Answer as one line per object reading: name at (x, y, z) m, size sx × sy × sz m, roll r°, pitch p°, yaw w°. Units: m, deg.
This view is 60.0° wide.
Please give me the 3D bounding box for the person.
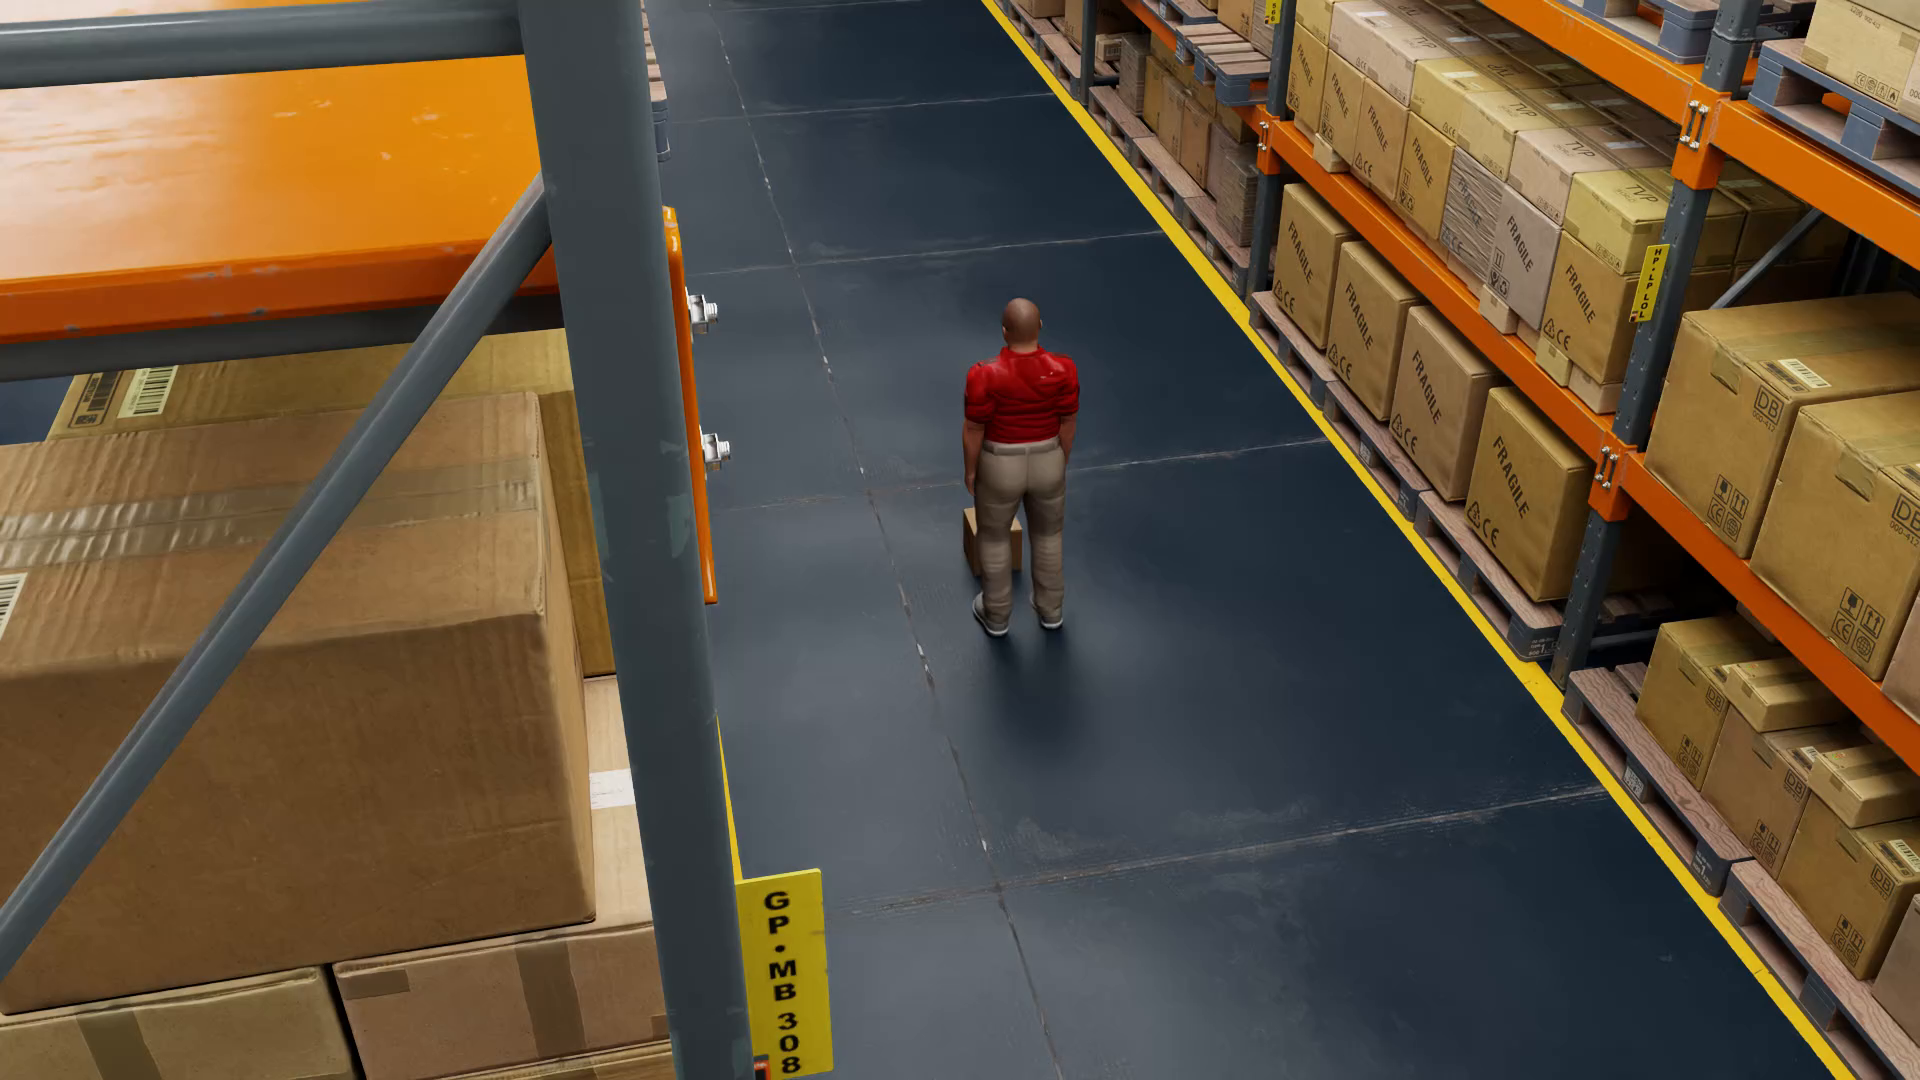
person at (0.260, -0.342, 7.668) m, size 0.526 × 1.723 × 0.361 m, roll -6°, pitch 35°, yaw -9°
